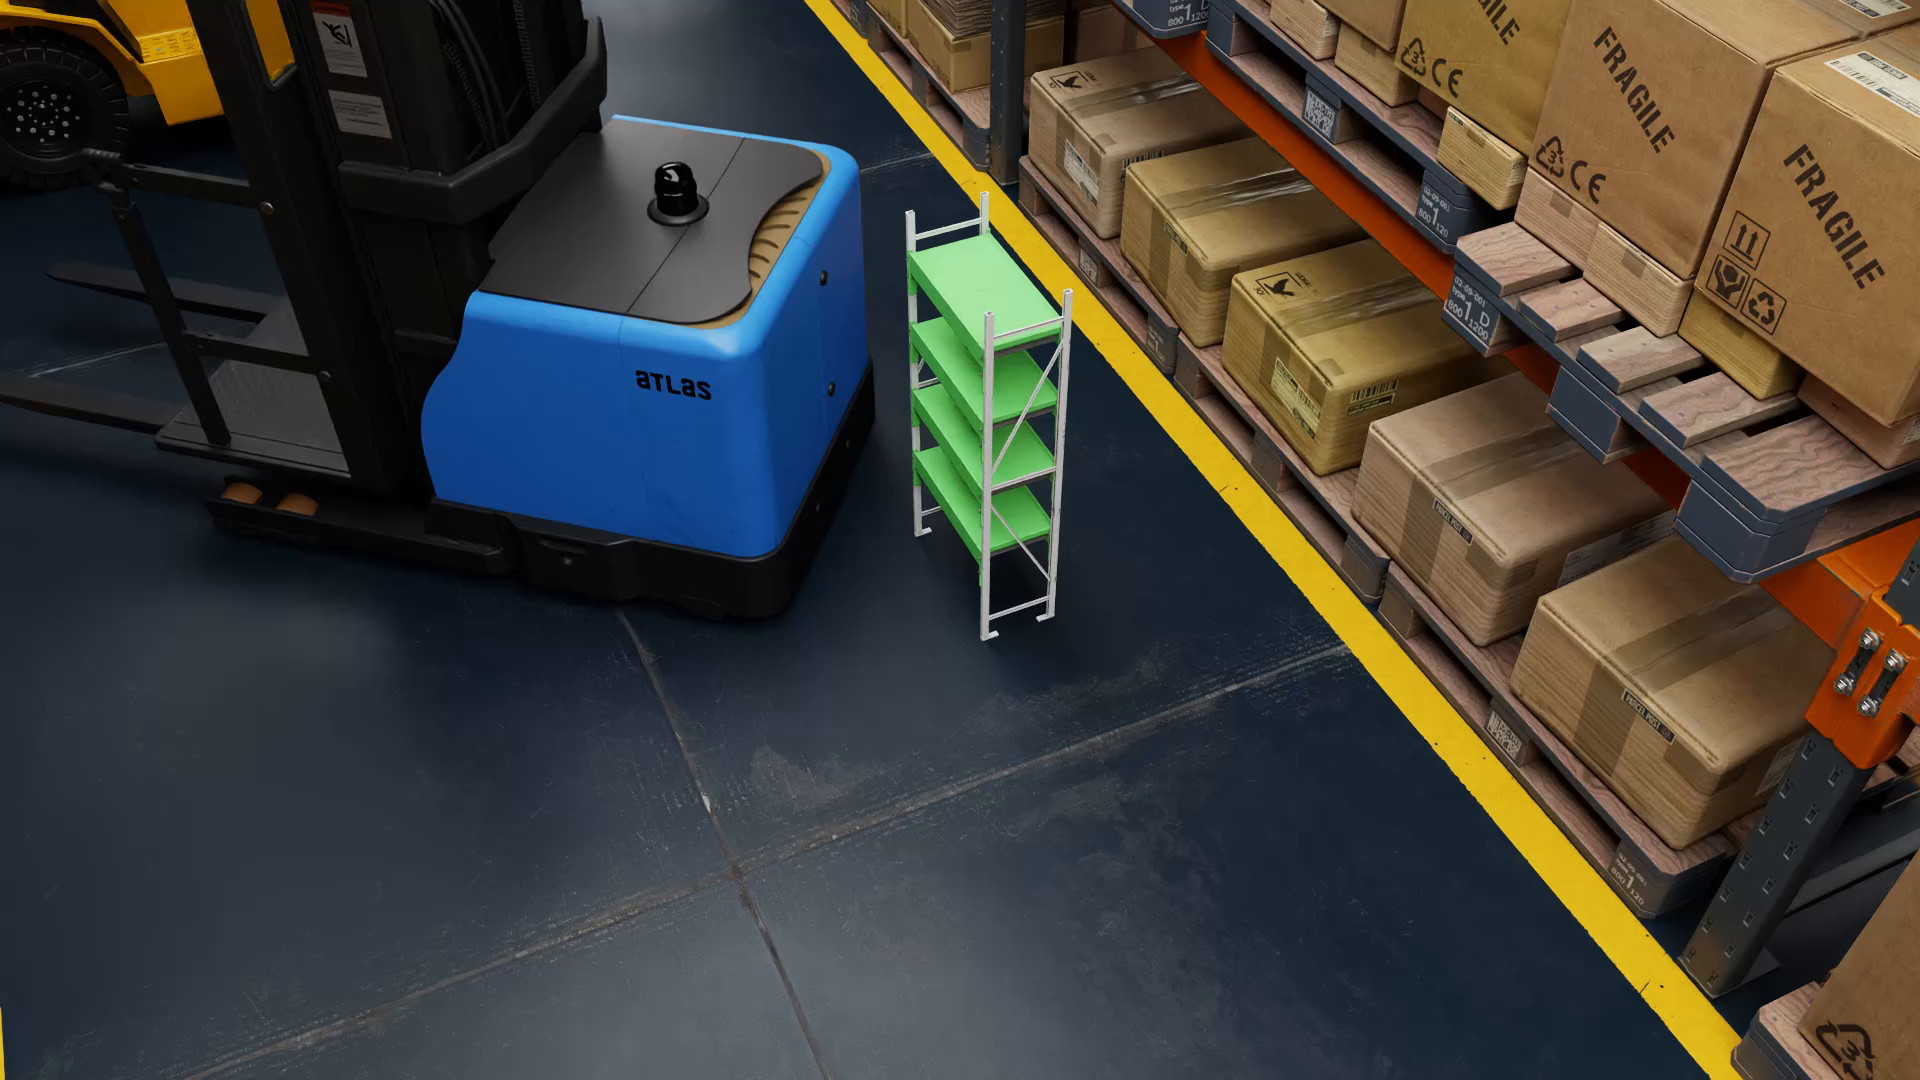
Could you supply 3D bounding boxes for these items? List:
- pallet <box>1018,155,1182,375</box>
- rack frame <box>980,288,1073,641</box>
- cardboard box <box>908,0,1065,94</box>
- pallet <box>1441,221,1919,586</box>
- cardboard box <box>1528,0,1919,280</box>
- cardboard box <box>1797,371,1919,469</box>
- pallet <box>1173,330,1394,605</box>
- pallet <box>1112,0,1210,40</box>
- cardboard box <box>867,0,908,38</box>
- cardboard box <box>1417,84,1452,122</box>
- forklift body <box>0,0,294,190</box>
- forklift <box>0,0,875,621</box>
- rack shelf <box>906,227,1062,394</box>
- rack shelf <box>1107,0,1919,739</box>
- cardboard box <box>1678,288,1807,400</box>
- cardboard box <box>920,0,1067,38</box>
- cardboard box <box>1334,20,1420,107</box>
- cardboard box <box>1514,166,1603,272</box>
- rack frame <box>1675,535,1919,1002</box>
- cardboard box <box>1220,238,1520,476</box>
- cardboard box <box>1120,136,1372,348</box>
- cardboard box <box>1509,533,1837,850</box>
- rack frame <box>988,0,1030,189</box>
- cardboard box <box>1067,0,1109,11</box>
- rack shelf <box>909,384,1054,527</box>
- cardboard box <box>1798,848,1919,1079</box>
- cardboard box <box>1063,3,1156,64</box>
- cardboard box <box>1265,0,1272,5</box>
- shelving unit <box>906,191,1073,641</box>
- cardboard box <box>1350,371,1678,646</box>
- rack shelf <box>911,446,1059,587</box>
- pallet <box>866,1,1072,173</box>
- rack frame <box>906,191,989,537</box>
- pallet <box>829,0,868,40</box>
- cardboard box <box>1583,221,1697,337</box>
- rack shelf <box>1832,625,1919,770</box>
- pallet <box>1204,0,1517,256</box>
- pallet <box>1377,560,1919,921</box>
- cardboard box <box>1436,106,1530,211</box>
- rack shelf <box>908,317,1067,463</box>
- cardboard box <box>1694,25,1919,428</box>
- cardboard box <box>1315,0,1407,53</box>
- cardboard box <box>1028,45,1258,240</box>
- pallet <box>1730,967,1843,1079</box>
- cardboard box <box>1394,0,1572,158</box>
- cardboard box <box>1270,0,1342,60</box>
[{"bbox_3d":[0.924,-1.178,6.294,1.003,0.211,1.213,-18,47,-17],"label":"pallet"},{"bbox_3d":[0.172,-0.166,4.564,0.240,1.200,0.015,-18,47,-17],"label":"rack frame"},{"bbox_3d":[0.103,-2.134,6.936,0.500,0.250,0.500,-16,47,-16],"label":"cardboard box"},{"bbox_3d":[1.881,-0.472,3.729,1.213,0.211,1.003,-18,47,-17],"label":"pallet"},{"bbox_3d":[1.606,-0.942,3.487,0.500,0.500,0.500,-19,48,-18],"label":"cardboard box"},{"bbox_3d":[1.926,-0.317,3.315,0.380,0.149,0.250,-16,47,-16],"label":"cardboard box"},{"bbox_3d":[1.441,-0.399,5.505,1.003,0.211,1.213,-18,47,-17],"label":"pallet"},{"bbox_3d":[0.785,-2.068,5.347,1.003,0.211,1.213,-18,47,-17],"label":"pallet"},{"bbox_3d":[-0.130,-2.471,7.277,0.500,0.250,0.500,-19,48,-18],"label":"cardboard box"},{"bbox_3d":[1.383,-1.145,4.155,0.380,0.149,0.250,-18,47,-17],"label":"cardboard box"},{"bbox_3d":[-3.136,-2.775,6.531,2.313,2.155,1.214,-18,47,-17],"label":"forklift body"},{"bbox_3d":[-1.858,-1.374,4.555,3.031,2.935,1.130,11,46,11],"label":"forklift"},{"bbox_3d":[0.070,-0.618,4.429,0.258,0.148,0.480,-18,47,-17],"label":"rack shelf"},{"bbox_3d":[1.436,-1.136,4.778,1.077,0.370,4.000,-18,47,-17],"label":"rack shelf"},{"bbox_3d":[1.747,-0.466,3.467,0.380,0.149,0.250,-17,47,-17],"label":"cardboard box"},{"bbox_3d":[0.103,-2.402,6.673,0.500,0.500,0.500,-19,48,-18],"label":"cardboard box"},{"bbox_3d":[1.202,-1.281,4.292,0.380,0.149,0.250,-19,48,-19],"label":"cardboard box"},{"bbox_3d":[1.502,-0.776,3.781,0.380,0.149,0.250,-20,48,-19],"label":"cardboard box"},{"bbox_3d":[2.277,-0.117,3.233,1.000,3.000,0.127,-18,47,-17],"label":"rack frame"},{"bbox_3d":[1.417,-0.647,5.342,0.950,0.372,0.625,-17,47,-16],"label":"cardboard box"},{"bbox_3d":[1.123,-1.090,5.791,0.950,0.372,0.625,-15,47,-15],"label":"cardboard box"},{"bbox_3d":[2.049,0.306,4.377,0.950,0.372,0.625,-21,48,-20],"label":"cardboard box"},{"bbox_3d":[0.595,-2.666,5.817,1.000,3.000,0.127,-18,47,-17],"label":"rack frame"},{"bbox_3d":[0.592,-2.560,6.833,0.500,0.500,0.500,-16,47,-16],"label":"cardboard box"},{"bbox_3d":[0.070,-0.276,4.767,0.258,0.148,0.480,-18,47,-17],"label":"rack shelf"},{"bbox_3d":[2.492,0.954,3.361,0.875,0.875,0.875,-18,48,-18],"label":"cardboard box"},{"bbox_3d":[0.592,-2.293,7.097,0.500,0.250,0.500,-20,48,-19],"label":"cardboard box"},{"bbox_3d":[0.999,-1.627,4.643,0.380,0.149,0.250,-18,47,-17],"label":"cardboard box"},{"bbox_3d":[0.070,-0.322,4.722,0.258,1.200,0.503,-18,47,-17],"label":"shelving unit"},{"bbox_3d":[1.731,-0.162,4.851,0.950,0.372,0.625,-19,48,-18],"label":"cardboard box"},{"bbox_3d":[0.070,-0.105,4.935,0.258,0.148,0.480,-18,47,-17],"label":"rack shelf"},{"bbox_3d":[0.281,-2.091,7.219,1.003,0.211,1.213,-18,47,-17],"label":"pallet"},{"bbox_3d":[-0.033,-0.477,4.879,0.240,1.200,0.015,-18,47,-17],"label":"rack frame"},{"bbox_3d":[-0.236,-2.870,8.008,1.003,0.211,1.213,-18,47,-17],"label":"pallet"},{"bbox_3d":[1.601,-0.614,3.616,0.380,0.149,0.250,-18,48,-18],"label":"cardboard box"},{"bbox_3d":[3.118,1.413,2.194,1.077,0.370,4.000,-18,47,-17],"label":"rack shelf"},{"bbox_3d":[1.408,-1.298,4.567,1.003,0.211,1.213,-18,47,-17],"label":"pallet"},{"bbox_3d":[1.950,0.377,4.718,1.003,0.211,1.213,-18,47,-17],"label":"pallet"},{"bbox_3d":[1.374,-0.948,3.955,0.380,0.149,0.250,-17,47,-17],"label":"cardboard box"},{"bbox_3d":[0.070,-0.447,4.598,0.258,0.148,0.480,-18,47,-17],"label":"rack shelf"},{"bbox_3d":[1.834,-0.616,3.157,0.500,0.500,0.500,-19,48,-19],"label":"cardboard box"},{"bbox_3d":[1.165,-1.612,4.166,0.500,0.500,0.500,-20,48,-19],"label":"cardboard box"},{"bbox_3d":[0.818,-1.547,6.254,0.950,0.372,0.625,-17,47,-17],"label":"cardboard box"},{"bbox_3d":[2.540,1.400,3.681,1.003,0.211,1.213,-18,47,-17],"label":"pallet"},{"bbox_3d":[1.393,-1.263,3.813,0.500,0.500,0.500,-21,48,-20],"label":"cardboard box"},{"bbox_3d":[1.064,-1.442,4.456,0.380,0.149,0.250,-16,47,-16],"label":"cardboard box"}]
